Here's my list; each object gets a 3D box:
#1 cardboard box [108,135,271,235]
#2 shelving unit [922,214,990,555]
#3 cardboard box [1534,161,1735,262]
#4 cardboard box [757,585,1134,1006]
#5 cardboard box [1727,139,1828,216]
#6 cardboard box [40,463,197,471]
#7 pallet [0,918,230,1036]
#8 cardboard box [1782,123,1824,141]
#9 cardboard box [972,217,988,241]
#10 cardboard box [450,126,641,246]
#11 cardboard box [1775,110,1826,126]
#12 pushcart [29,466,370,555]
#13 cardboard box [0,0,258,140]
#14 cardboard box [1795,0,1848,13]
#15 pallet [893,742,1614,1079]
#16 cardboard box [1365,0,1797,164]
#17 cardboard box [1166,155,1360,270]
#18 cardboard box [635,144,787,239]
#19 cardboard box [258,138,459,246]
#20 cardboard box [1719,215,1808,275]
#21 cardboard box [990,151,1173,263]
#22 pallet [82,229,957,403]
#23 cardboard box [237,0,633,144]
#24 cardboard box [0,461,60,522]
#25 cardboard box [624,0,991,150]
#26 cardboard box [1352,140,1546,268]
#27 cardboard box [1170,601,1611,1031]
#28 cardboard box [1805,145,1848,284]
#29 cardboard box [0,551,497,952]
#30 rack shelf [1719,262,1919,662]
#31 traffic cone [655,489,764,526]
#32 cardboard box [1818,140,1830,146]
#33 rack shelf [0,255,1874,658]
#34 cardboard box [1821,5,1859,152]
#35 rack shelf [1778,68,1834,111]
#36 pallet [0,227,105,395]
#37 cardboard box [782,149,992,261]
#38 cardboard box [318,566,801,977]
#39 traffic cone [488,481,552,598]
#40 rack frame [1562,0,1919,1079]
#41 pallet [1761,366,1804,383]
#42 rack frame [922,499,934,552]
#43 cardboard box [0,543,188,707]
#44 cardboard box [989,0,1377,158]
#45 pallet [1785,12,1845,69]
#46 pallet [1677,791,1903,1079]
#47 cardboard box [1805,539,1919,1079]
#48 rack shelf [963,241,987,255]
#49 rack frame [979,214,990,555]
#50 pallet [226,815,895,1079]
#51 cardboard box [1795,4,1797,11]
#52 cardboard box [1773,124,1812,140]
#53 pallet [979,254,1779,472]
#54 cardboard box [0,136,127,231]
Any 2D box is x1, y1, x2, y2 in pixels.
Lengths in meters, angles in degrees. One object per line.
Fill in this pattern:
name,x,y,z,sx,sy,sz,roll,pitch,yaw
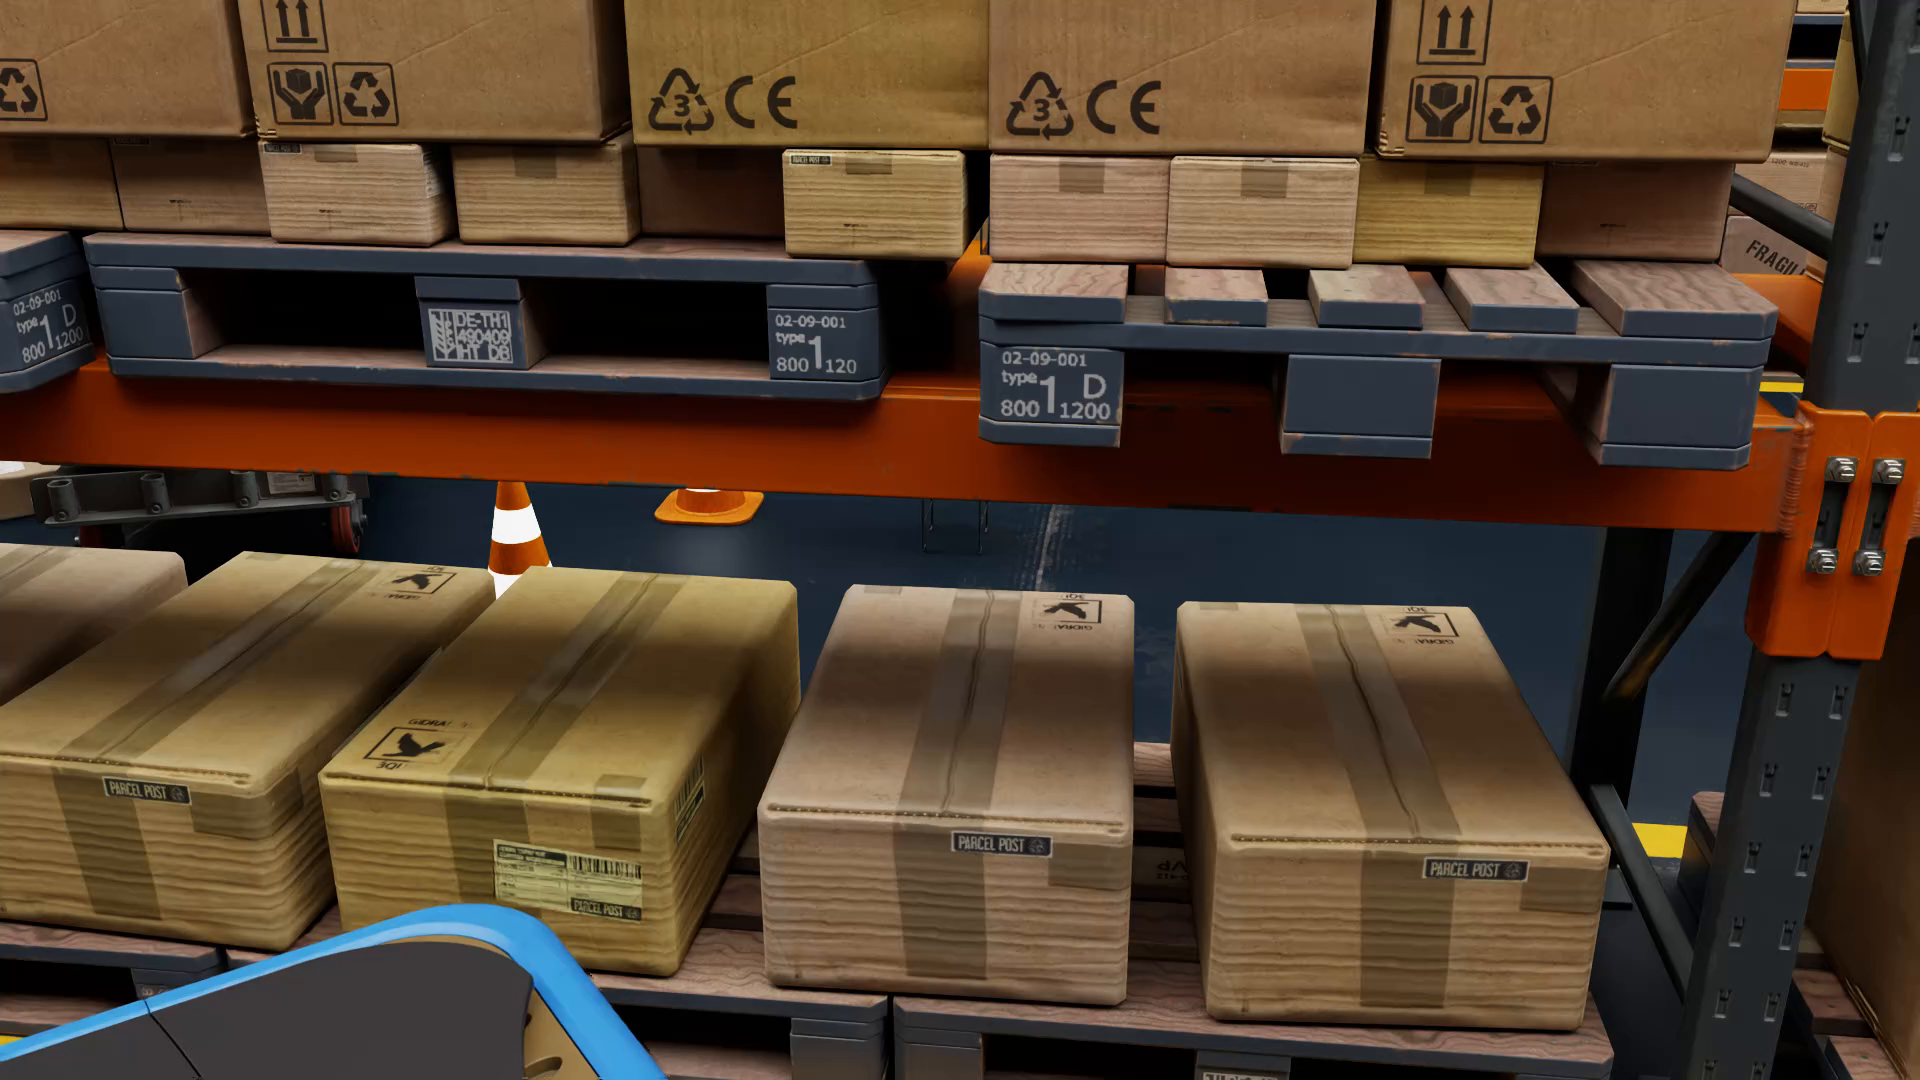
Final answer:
cardboard box,-1.116,-0.598,2.643,0.250,0.149,0.380,3,22,7
shelving unit,-0.014,-0.559,5.221,0.189,1.200,0.258,2,22,6
cardboard box,0.958,-0.529,2.468,0.250,0.149,0.380,3,22,8
cardboard box,0.017,0.448,3.230,0.625,0.372,0.950,2,22,5
cardboard box,3.443,-1.549,7.087,0.500,0.250,0.500,3,22,7
cardboard box,-2.481,-0.536,5.085,0.500,0.500,0.500,2,22,6
pallet,-1.888,0.635,3.547,1.213,0.211,1.003,2,22,6
cardboard box,4.028,-1.716,7.510,0.500,0.250,0.500,3,22,8
cardboard box,0.331,-1.578,7.841,0.750,0.750,1.050,3,22,7
cardboard box,-0.590,-0.567,2.564,0.250,0.149,0.380,2,22,5
cardboard box,5.812,-3.195,11.759,0.875,0.875,1.225,3,22,6
pushcart,-2.442,-0.310,5.711,0.936,0.377,1.648,-5,22,-12
cardboard box,-1.242,-0.902,2.530,0.500,0.500,0.500,2,22,6
cardboard box,3.531,-2.262,6.853,0.250,0.149,0.380,3,22,7
pallet,0.535,0.740,3.280,1.213,0.211,1.003,2,22,6
cardboard box,0.827,-0.820,2.323,0.500,0.500,0.500,2,22,5
cardboard box,0.428,-0.508,2.416,0.250,0.149,0.380,2,22,6
cardboard box,-0.331,-0.586,2.612,0.250,0.149,0.380,3,22,7
cardboard box,-0.858,-0.568,2.566,0.250,0.149,0.380,3,22,8
cardboard box,3.476,-1.202,7.228,0.500,0.500,0.500,2,22,5
cardboard box,0.179,-0.522,2.451,0.250,0.149,0.380,1,22,4
pallet,-0.660,-0.503,2.894,1.213,0.211,1.003,2,22,6
cardboard box,-0.731,-0.884,2.484,0.500,0.500,0.500,2,22,4
cardboard box,-3.218,-0.242,5.692,0.396,0.266,0.258,-14,25,-31
cardboard box,-0.189,-0.860,2.423,0.500,0.500,0.500,1,22,3
cardboard box,0.683,-0.514,2.430,0.250,0.149,0.380,3,22,7
cardboard box,0.751,0.477,3.157,0.625,0.372,0.950,1,22,3
cardboard box,1.844,-0.525,2.892,0.500,0.250,0.500,2,22,4
cardboard box,-1.426,0.383,3.393,0.625,0.372,0.950,4,22,10
rack shelf,3.297,-0.101,2.594,4.000,0.370,1.077,2,22,6
traffic cone,-0.859,-0.325,5.633,0.334,0.463,0.336,2,22,6
cardboard box,3.961,-1.527,7.031,0.500,0.250,0.500,2,22,4
rack shelf,-0.675,-0.274,3.031,4.000,0.370,1.077,2,22,6
cardboard box,1.822,-0.756,2.797,0.500,0.250,0.500,2,22,6
rack shelf,3.779,-1.912,7.176,4.000,0.370,1.077,2,22,6
pallet,-1.919,-0.520,2.935,1.213,0.211,1.003,2,22,6
cardboard box,-0.096,-0.529,2.469,0.250,0.149,0.380,3,22,7
cardboard box,-0.735,0.413,3.319,0.625,0.372,0.950,3,22,8
traffic cone,-1.265,0.027,4.741,0.334,0.463,0.336,2,22,6
rack frame,1.311,-0.522,2.680,0.127,3.000,1.000,2,22,6
pallet,3.777,-0.949,7.553,1.213,0.211,1.003,2,22,6
rack frame,-0.105,-0.563,5.231,0.006,1.200,0.240,2,22,6
cardboard box,-2.140,0.354,3.469,0.625,0.372,0.950,3,22,7
cardboard box,0.312,-0.839,2.369,0.500,0.500,0.500,2,22,5
pallet,3.764,-2.174,7.119,1.213,0.211,1.003,2,22,6
pallet,2.085,0.836,3.037,1.213,0.211,1.003,2,22,6
cardboard box,1.987,0.331,2.841,0.875,0.875,0.875,2,22,6
rack shelf,-0.014,-0.852,5.105,0.180,0.103,0.258,2,22,6
rack frame,0.076,-0.555,5.211,0.006,1.200,0.240,2,22,6
pallet,-0.673,0.687,3.416,1.213,0.211,1.003,2,22,6
cardboard box,3.281,-2.274,6.883,0.250,0.149,0.380,3,22,8
cardboard box,3.509,-1.736,7.559,0.500,0.250,0.500,3,22,8
pallet,0.591,-0.425,2.695,1.003,0.211,1.213,2,22,6
cardboard box,-1.362,-0.609,2.672,0.250,0.149,0.380,3,22,7
